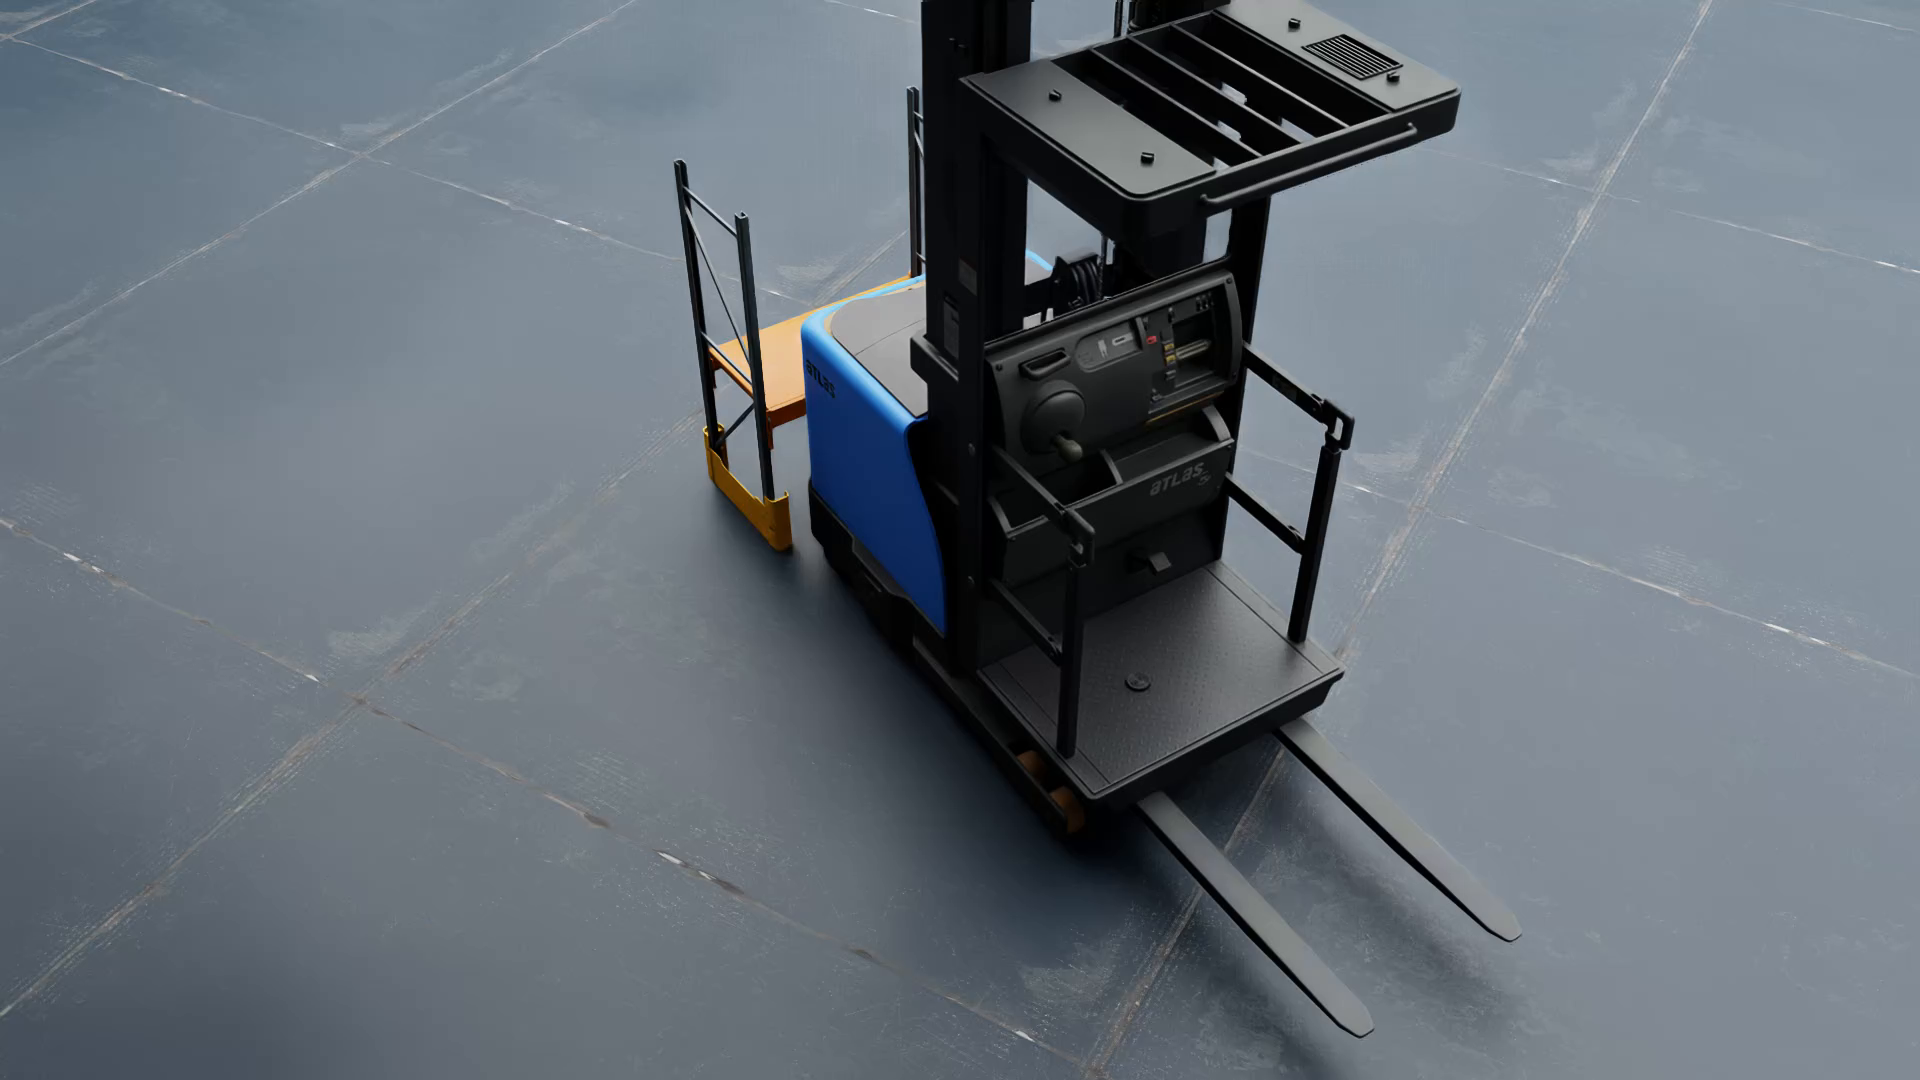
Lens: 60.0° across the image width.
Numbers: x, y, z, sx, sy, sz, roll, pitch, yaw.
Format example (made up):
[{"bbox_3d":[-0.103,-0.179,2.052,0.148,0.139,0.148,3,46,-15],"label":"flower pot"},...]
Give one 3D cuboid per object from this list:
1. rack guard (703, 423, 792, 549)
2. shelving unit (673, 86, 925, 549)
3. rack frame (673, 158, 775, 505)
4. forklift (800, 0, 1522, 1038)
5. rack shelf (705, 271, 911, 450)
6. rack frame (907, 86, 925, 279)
[{"bbox_3d":[-0.872,-0.225,6.817,0.087,0.250,0.587,-25,47,-25],"label":"rack guard"},{"bbox_3d":[-0.463,-0.882,6.617,1.083,1.500,0.587,-25,47,-25],"label":"shelving unit"},{"bbox_3d":[-0.888,-0.687,6.395,0.032,1.500,0.500,-25,47,-25],"label":"rack frame"},{"bbox_3d":[0.617,-0.461,5.056,1.130,2.935,3.031,-23,46,-24],"label":"forklift"},{"bbox_3d":[-0.471,-0.744,6.732,1.000,0.185,0.538,-25,47,-25],"label":"rack shelf"},{"bbox_3d":[-0.053,-1.071,6.831,0.032,1.500,0.500,-25,47,-25],"label":"rack frame"}]
